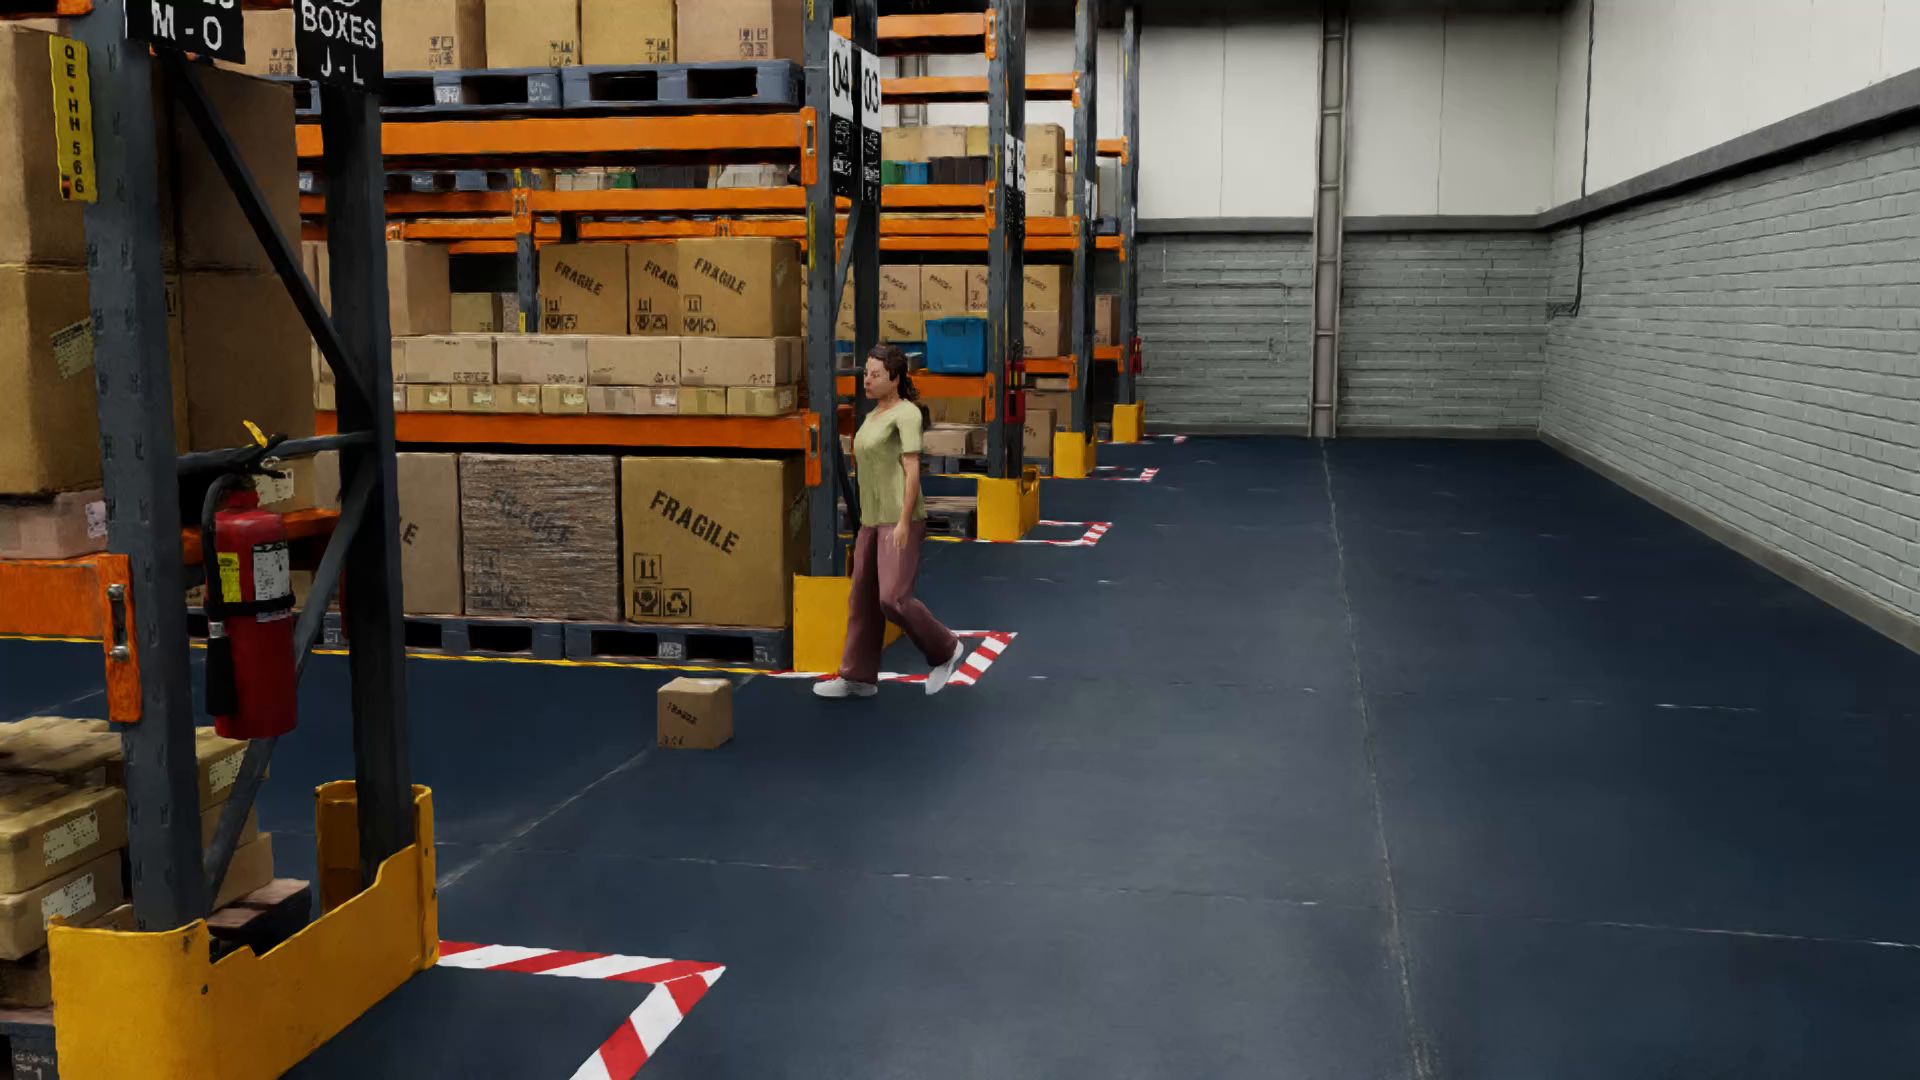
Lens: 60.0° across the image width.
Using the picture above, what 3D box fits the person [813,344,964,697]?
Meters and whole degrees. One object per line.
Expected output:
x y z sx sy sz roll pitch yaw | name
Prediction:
-0.306 -0.059 7.715 0.589 1.641 0.600 -5 10 -32 | person
